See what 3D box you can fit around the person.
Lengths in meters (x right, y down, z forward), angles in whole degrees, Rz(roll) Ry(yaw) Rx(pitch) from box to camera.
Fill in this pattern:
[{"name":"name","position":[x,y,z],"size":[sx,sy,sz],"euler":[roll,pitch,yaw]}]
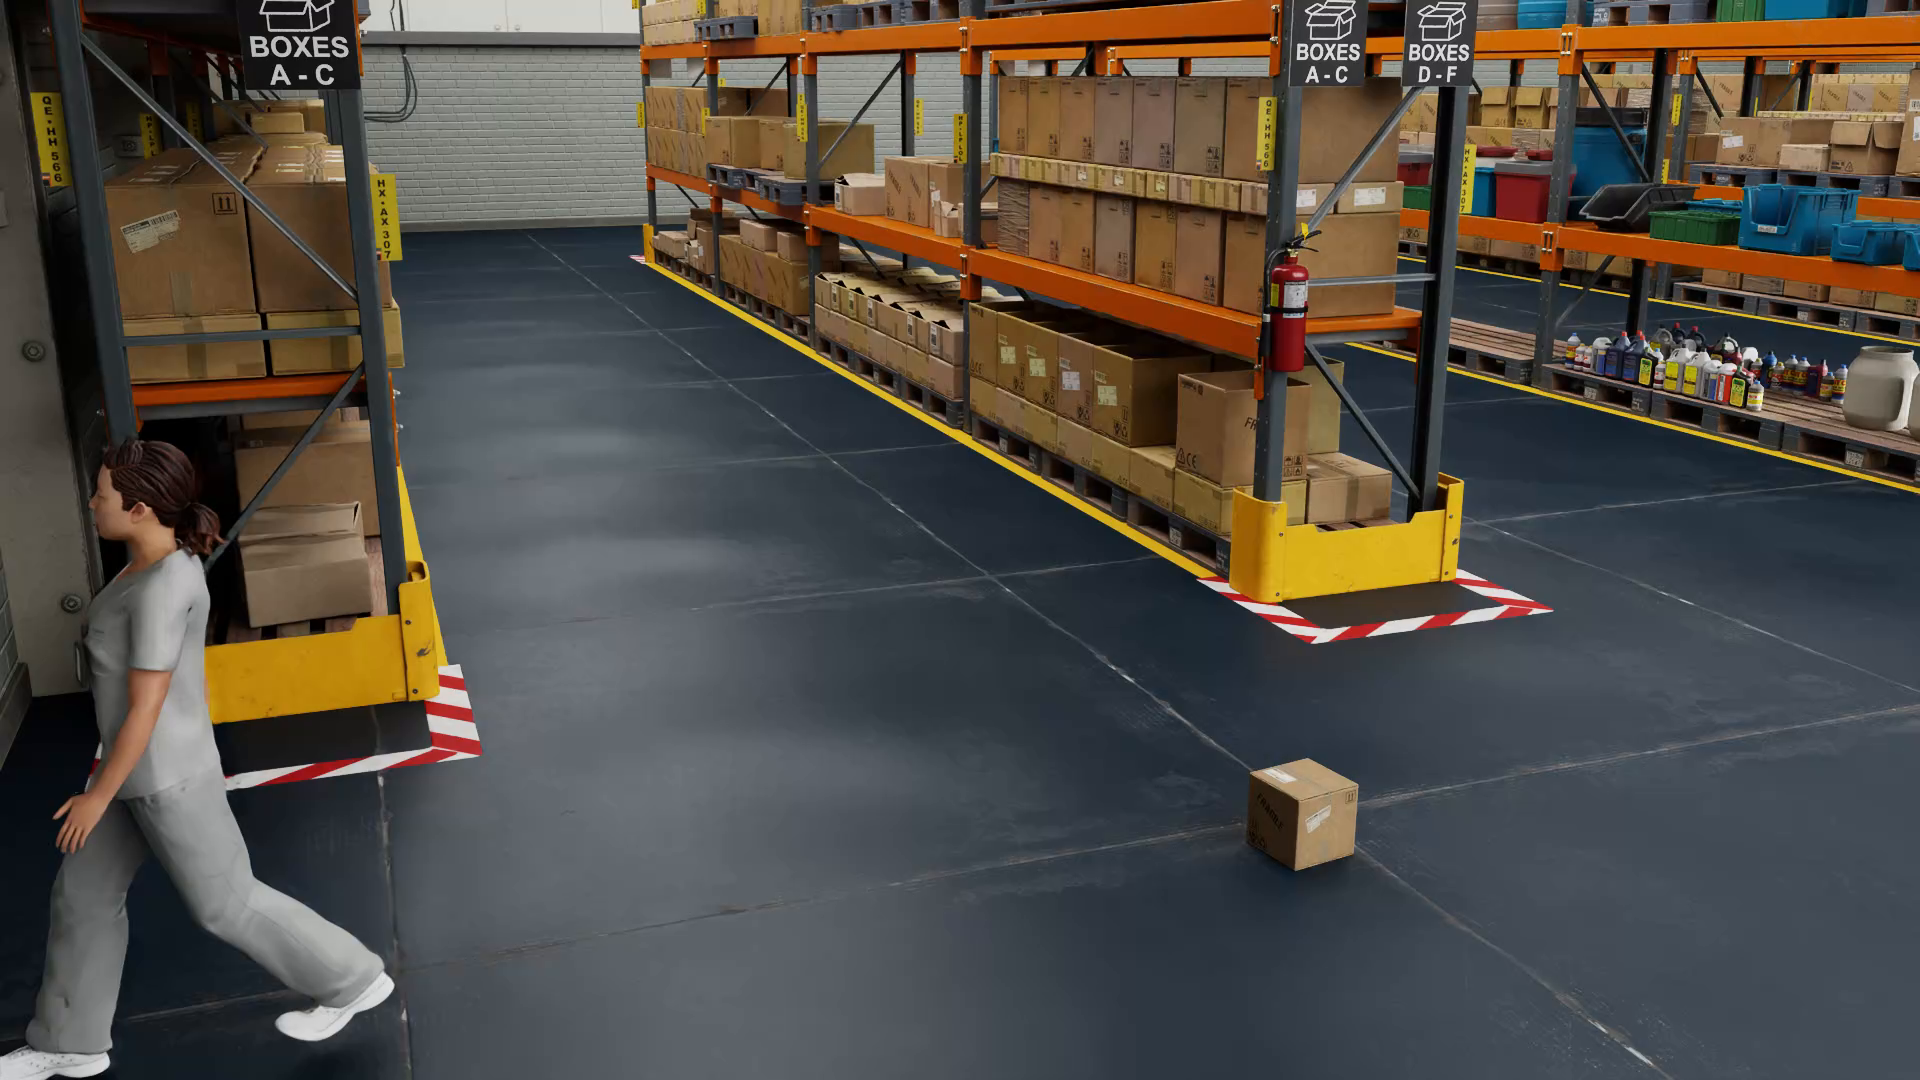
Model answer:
[{"name":"person","position":[-1.961,0.560,4.044],"size":[0.989,1.624,0.454],"euler":[-9,18,-28]}]
